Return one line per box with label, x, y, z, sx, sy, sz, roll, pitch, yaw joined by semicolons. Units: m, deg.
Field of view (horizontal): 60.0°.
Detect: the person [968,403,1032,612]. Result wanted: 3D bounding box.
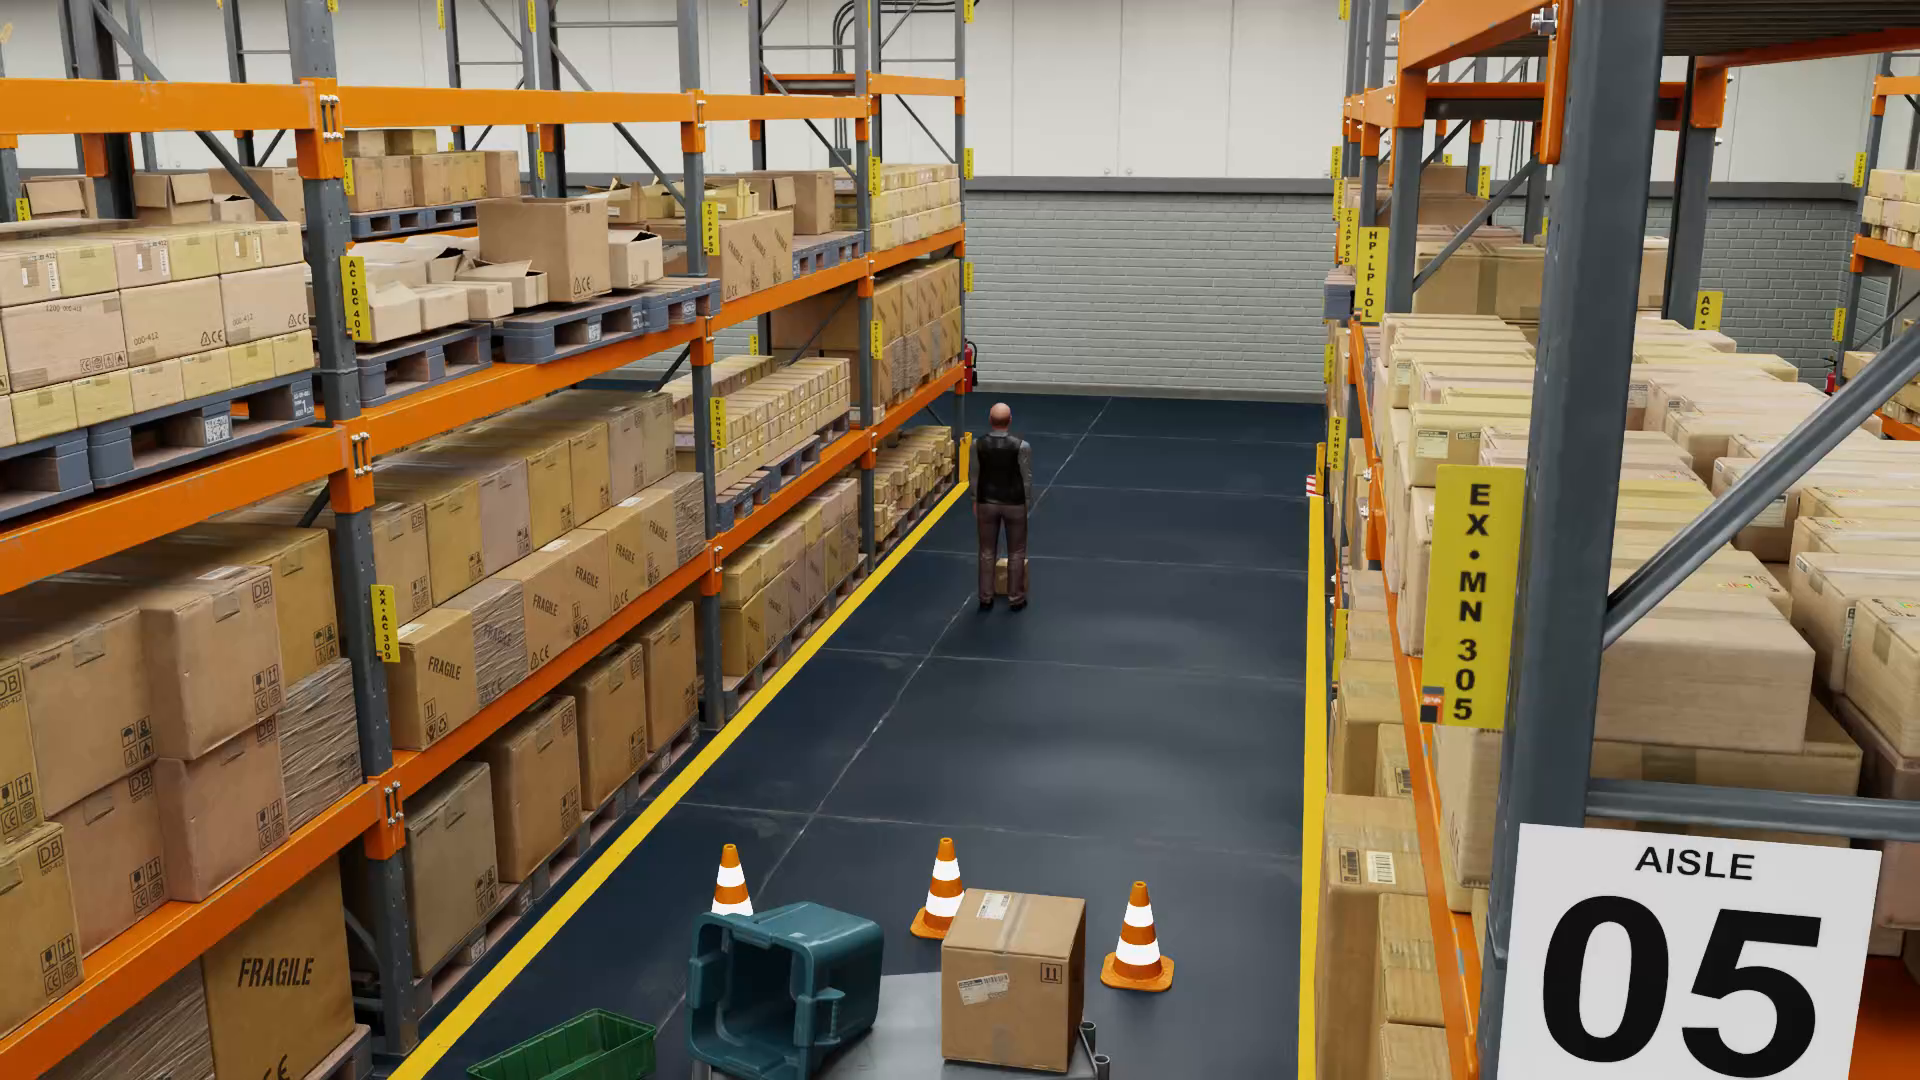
person;0.334;-0.271;13.644;0.527;1.728;0.360;3;15;12
